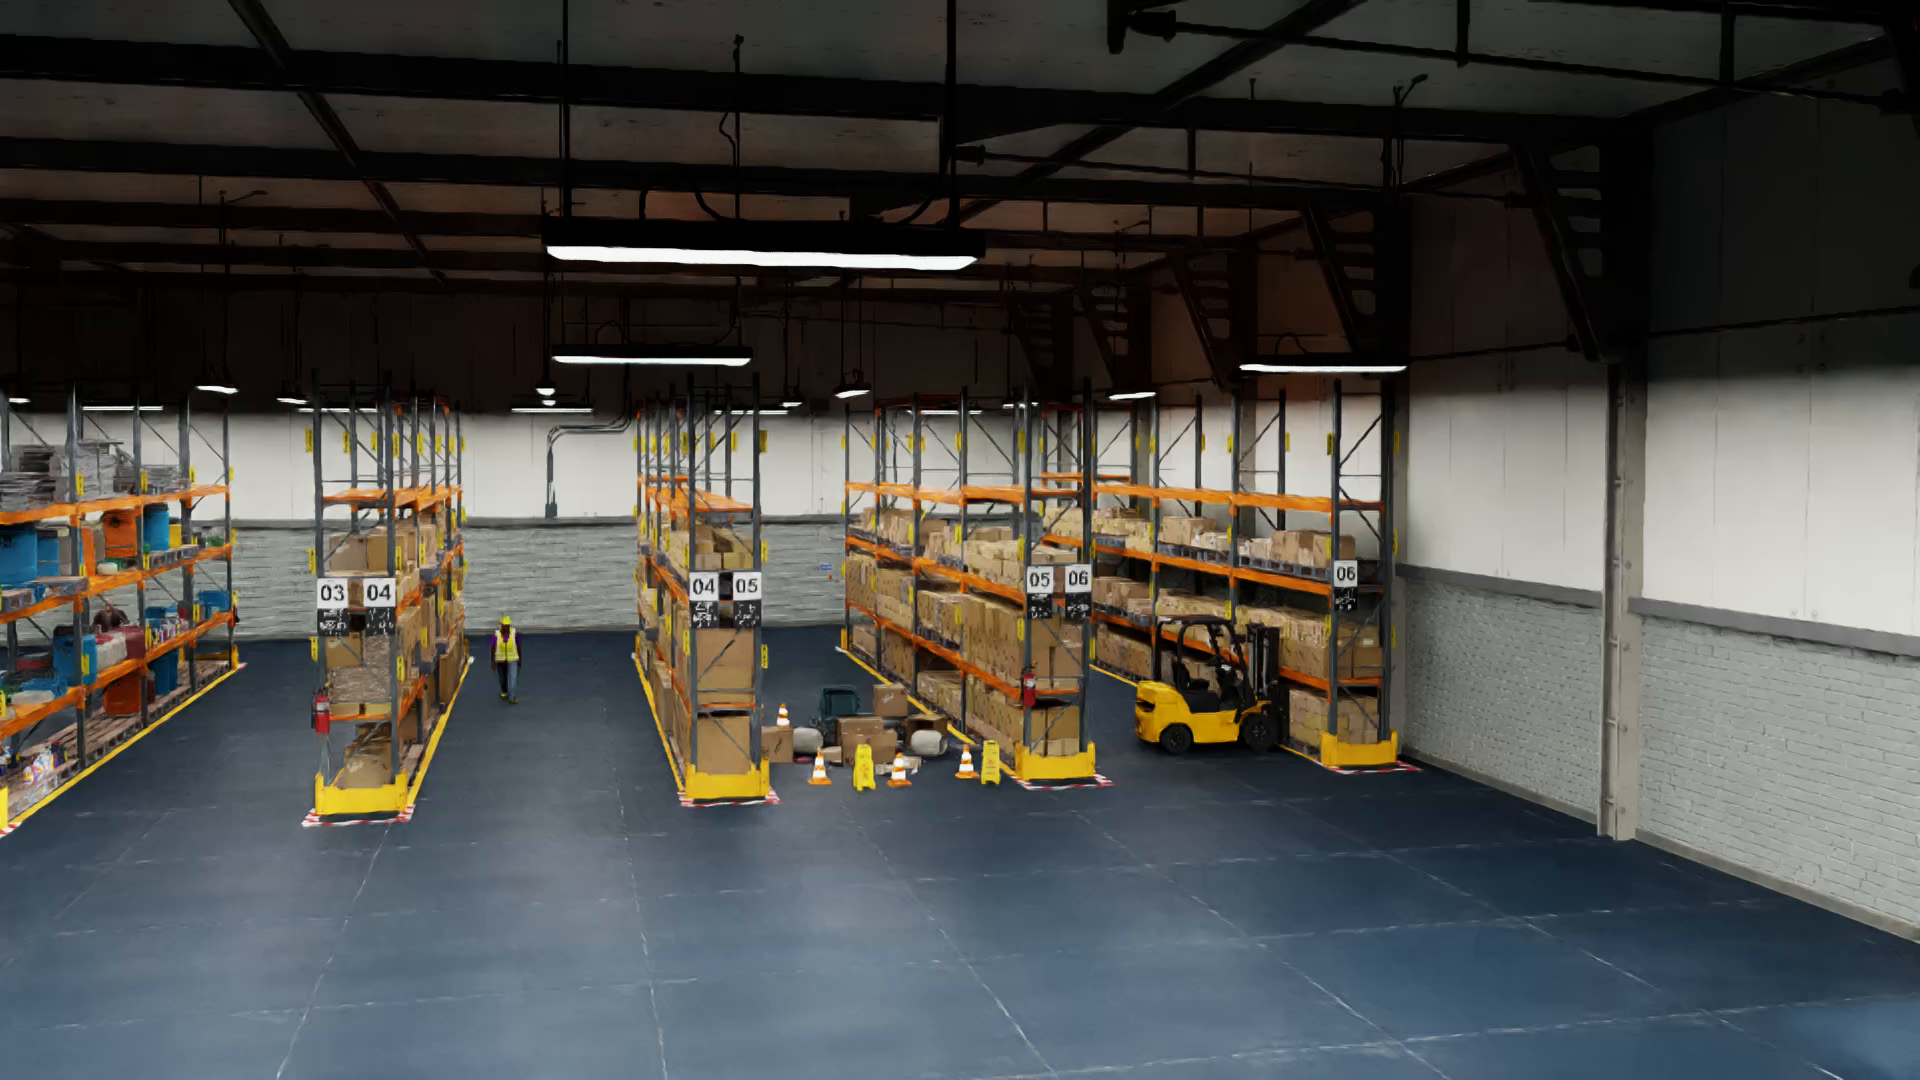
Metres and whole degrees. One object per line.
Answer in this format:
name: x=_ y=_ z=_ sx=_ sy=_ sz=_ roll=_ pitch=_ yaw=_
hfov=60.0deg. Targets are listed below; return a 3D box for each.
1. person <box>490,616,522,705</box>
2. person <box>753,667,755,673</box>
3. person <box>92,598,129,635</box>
person: x=-8.761 y=2.296 z=32.054 sx=0.577 sy=1.691 sz=1.121 roll=-1 pitch=3 yaw=-11
person: x=-4.677 y=1.997 z=36.381 sx=0.515 sy=1.784 sz=0.638 roll=-3 pitch=5 yaw=-45
person: x=-18.083 y=2.097 z=35.412 sx=0.729 sy=1.733 sz=0.531 roll=-1 pitch=3 yaw=-15
